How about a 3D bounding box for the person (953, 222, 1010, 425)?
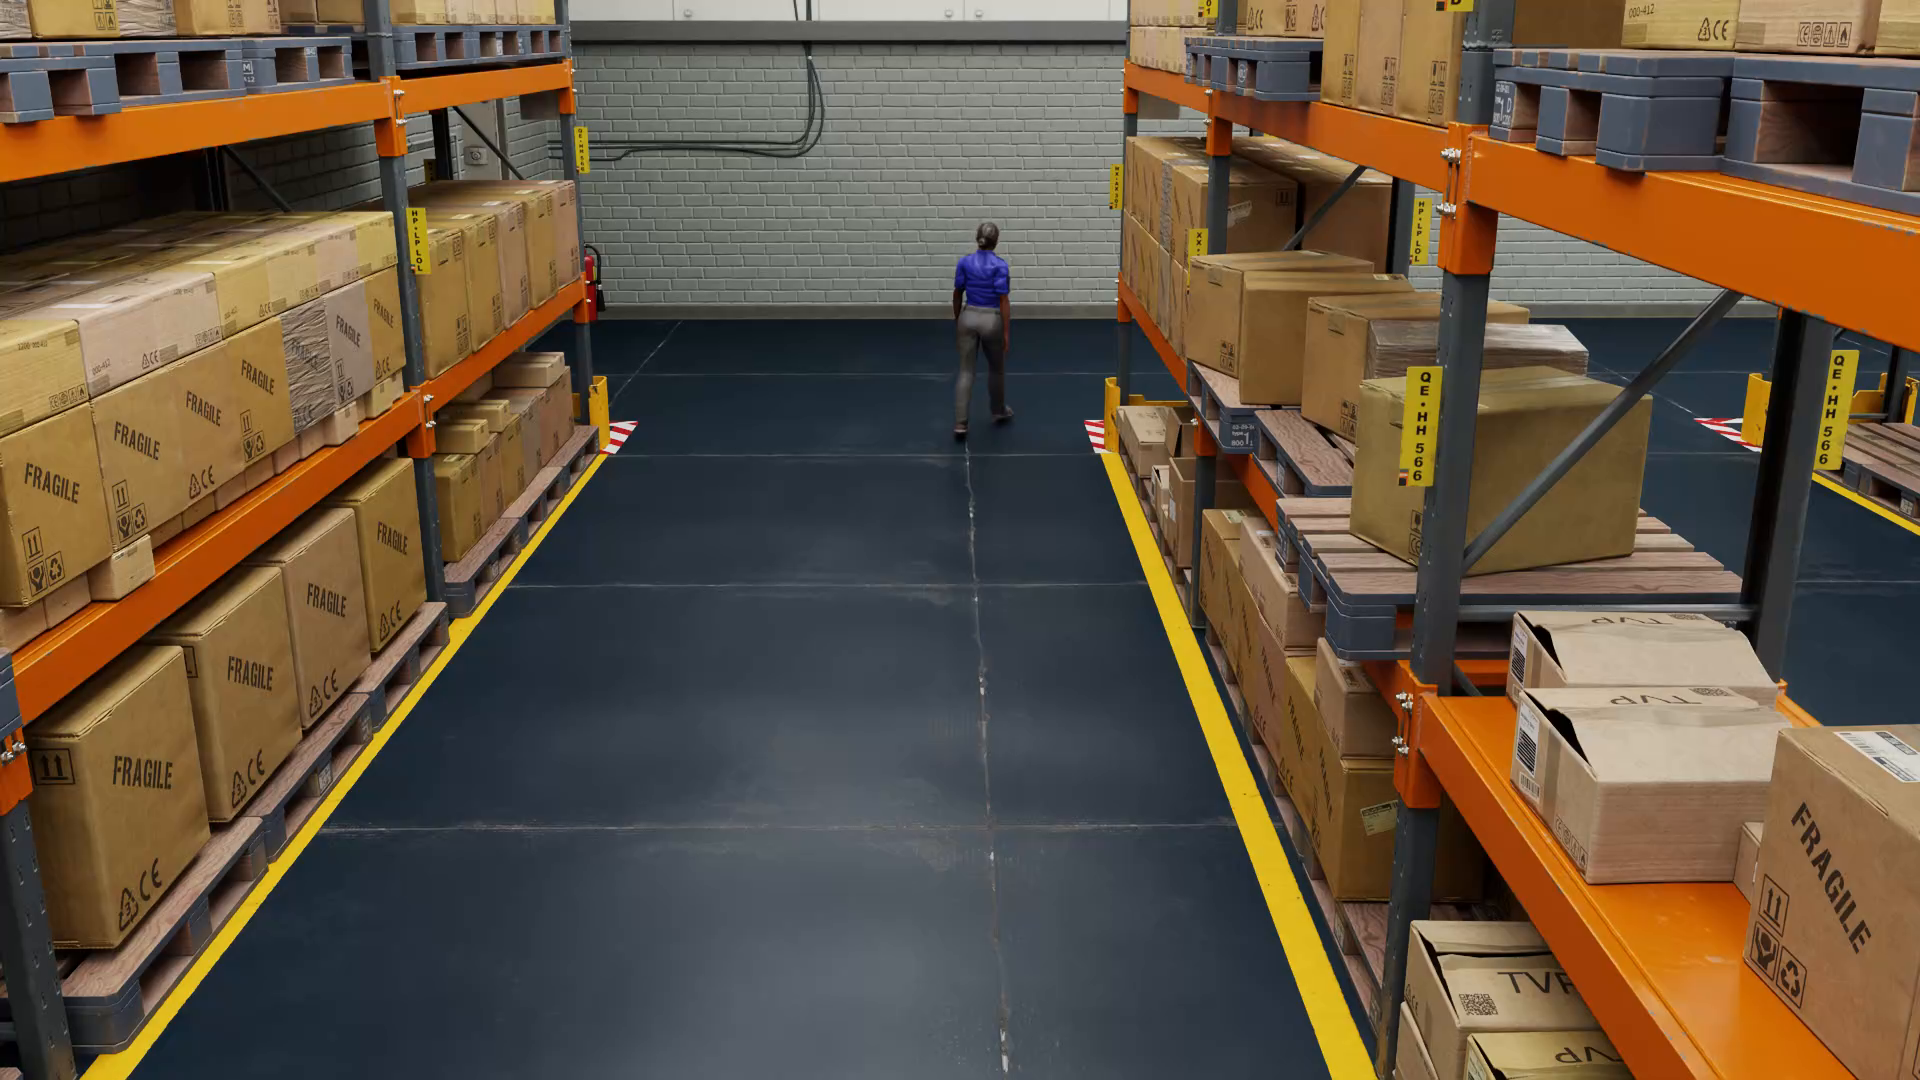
[{"bbox_3d":[0.167,-1.676,12.829,0.501,1.546,0.808,4,18,14],"label":"person"}]
